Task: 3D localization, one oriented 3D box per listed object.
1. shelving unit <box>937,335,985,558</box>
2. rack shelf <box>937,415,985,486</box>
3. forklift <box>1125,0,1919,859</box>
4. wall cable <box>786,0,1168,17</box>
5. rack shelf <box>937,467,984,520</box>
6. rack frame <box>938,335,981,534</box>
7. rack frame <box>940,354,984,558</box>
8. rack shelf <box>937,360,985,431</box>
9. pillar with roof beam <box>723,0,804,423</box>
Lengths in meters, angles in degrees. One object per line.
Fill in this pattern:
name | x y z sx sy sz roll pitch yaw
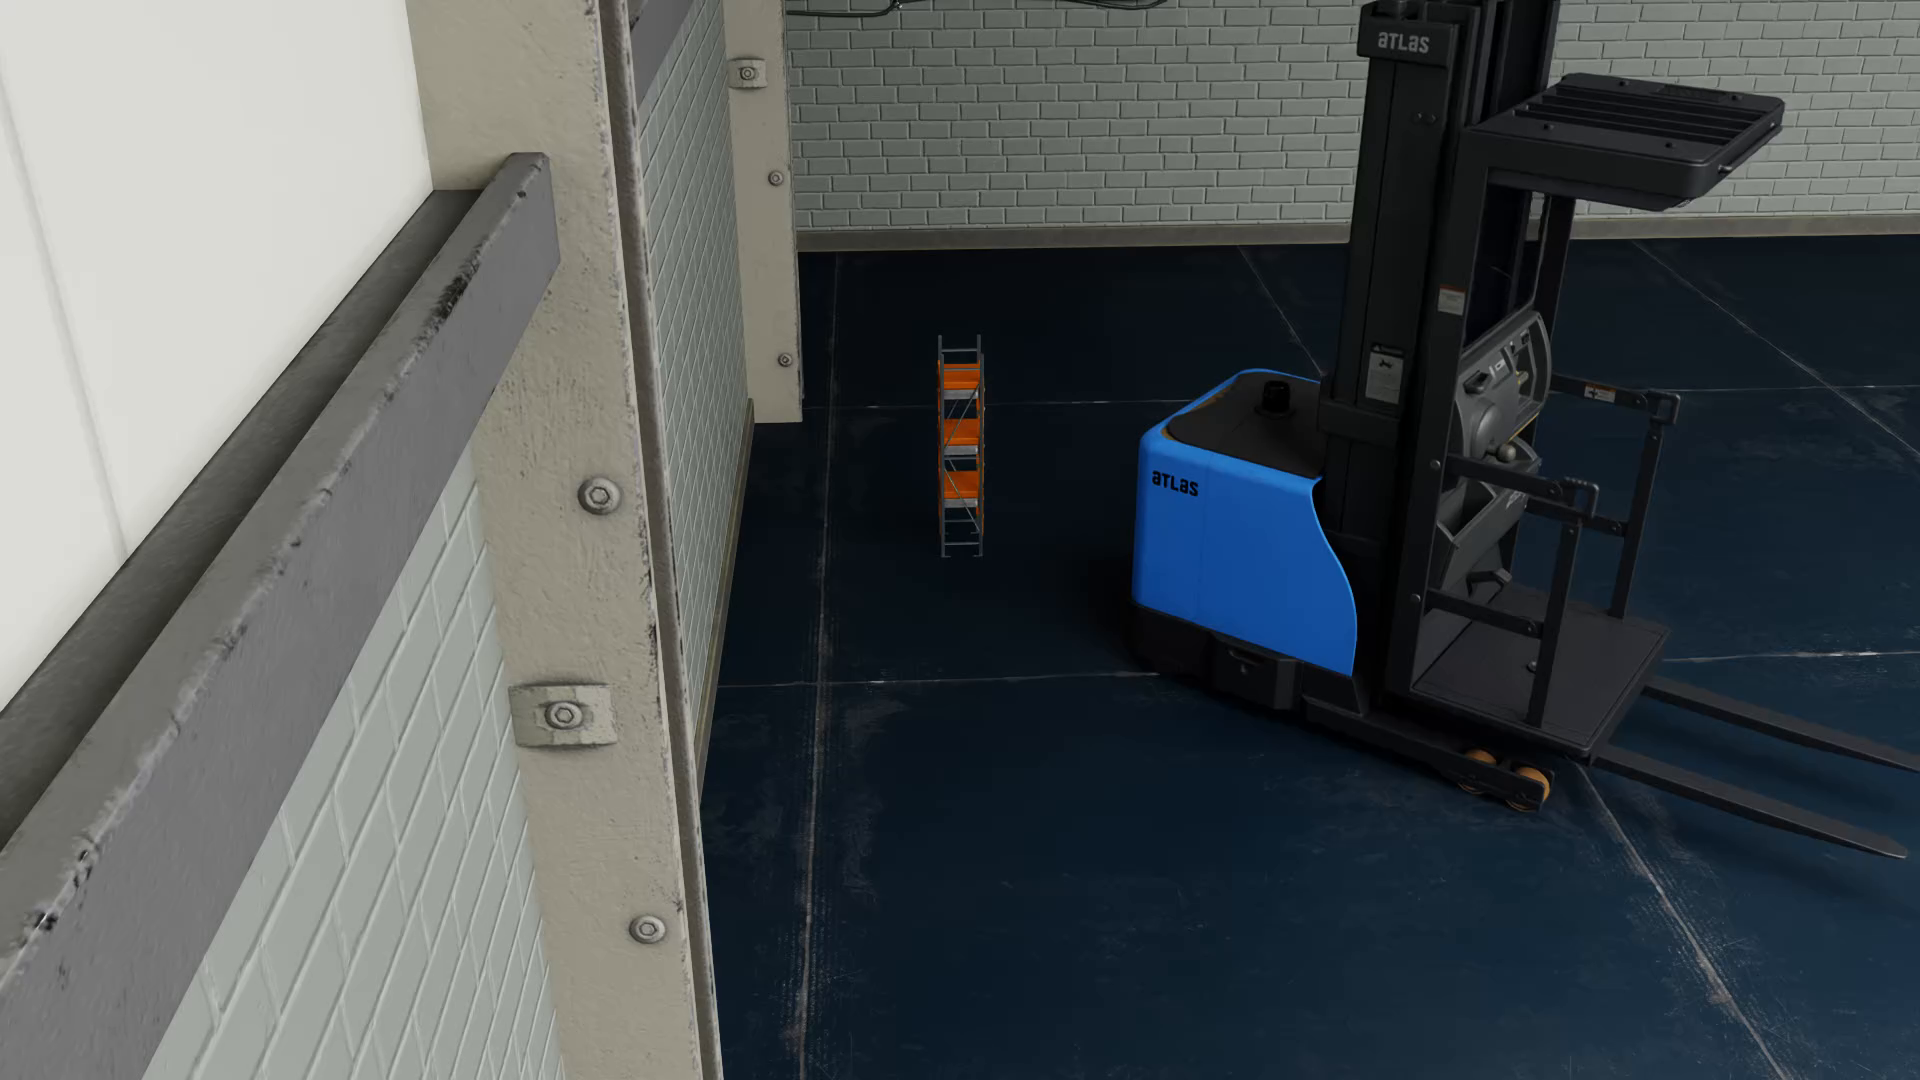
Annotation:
shelving unit | 0.003 -0.441 7.960 0.215 1.050 0.252 -1 28 -3
rack shelf | 0.003 -0.431 7.965 0.215 0.259 0.240 -1 28 -3
forklift | 2.205 -0.552 6.138 3.031 2.935 1.130 19 33 32
wall cable | 0.095 -4.772 11.026 3.097 2.526 0.112 -1 28 -3
rack shelf | 0.003 -0.185 8.093 0.215 0.259 0.240 -1 28 -3
rack frame | -0.004 -0.497 8.068 0.200 1.050 0.008 -1 28 -3
rack frame | 0.009 -0.384 7.852 0.200 1.050 0.008 -1 28 -3
rack shelf | 0.003 -0.683 7.833 0.215 0.259 0.240 -1 28 -3
pillar with roof beam | 3.227 -4.860 7.838 9.100 9.000 0.400 -1 28 -3
